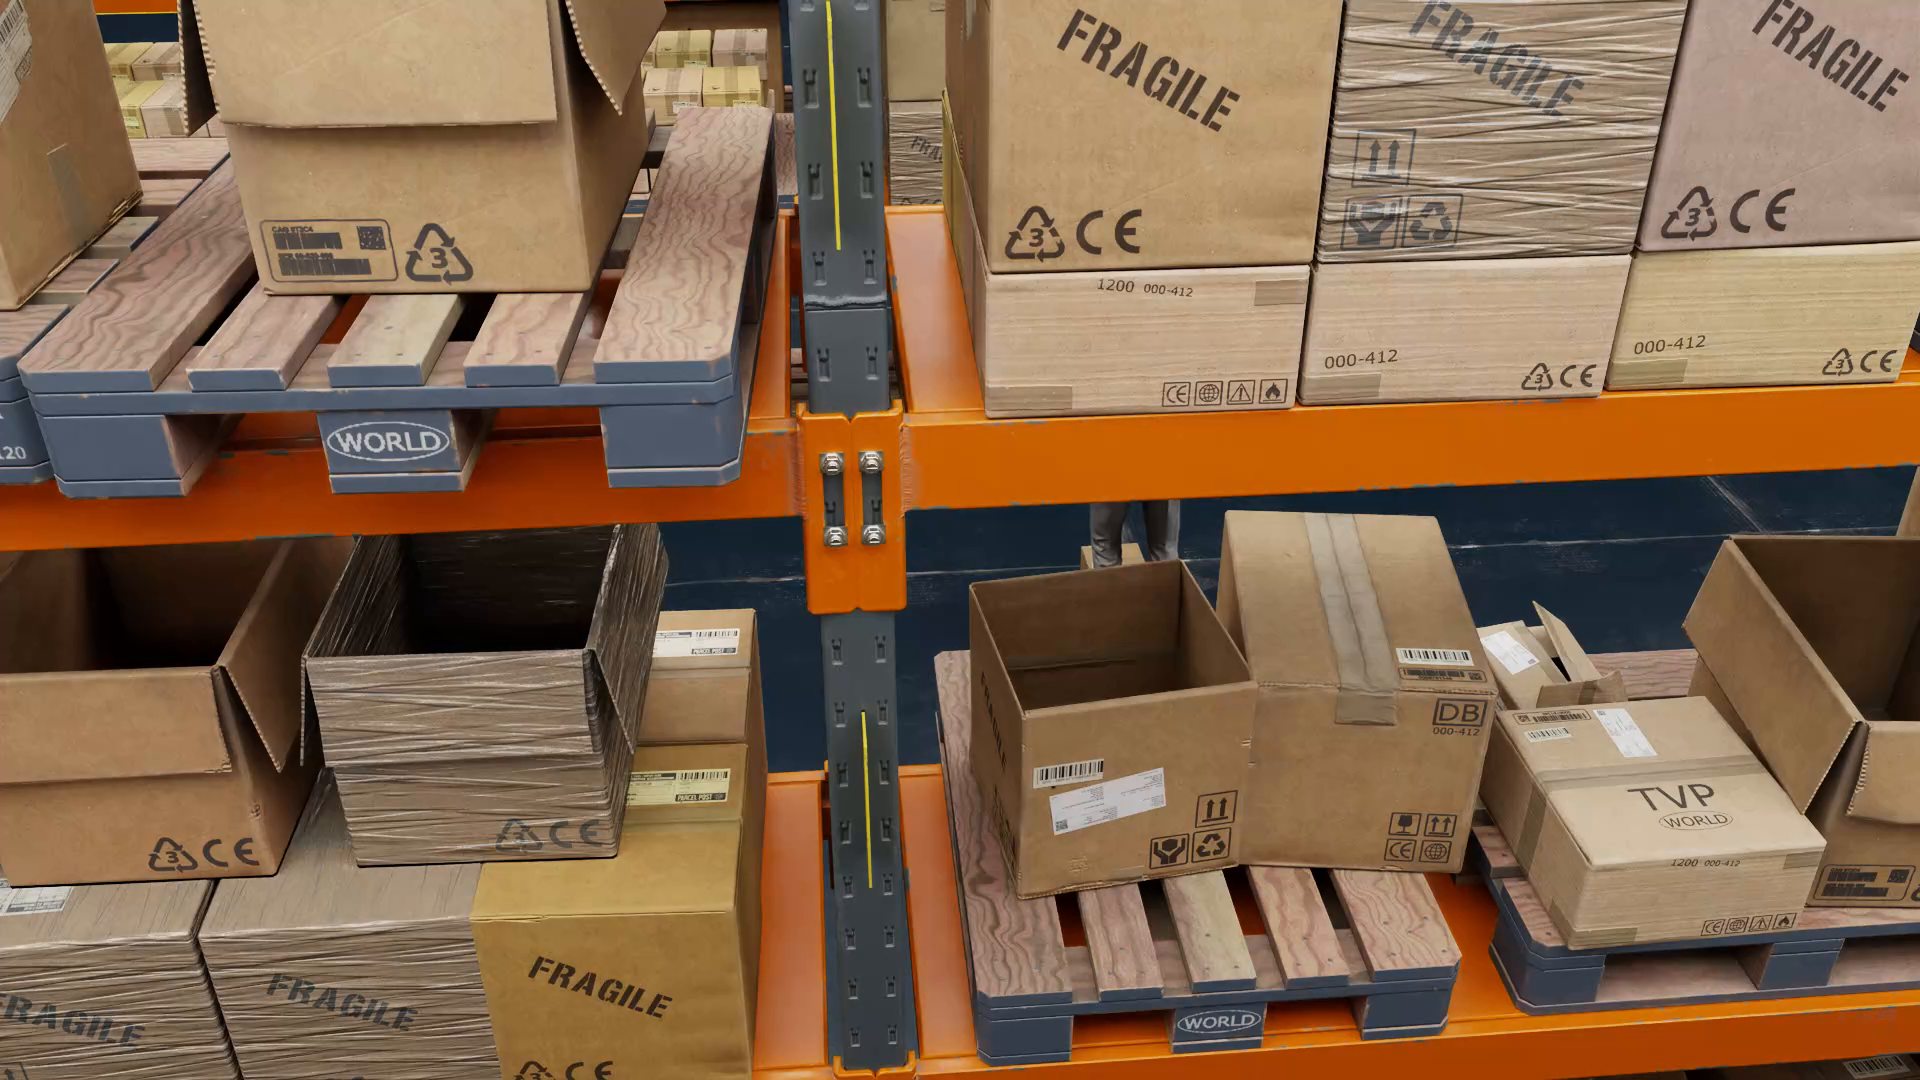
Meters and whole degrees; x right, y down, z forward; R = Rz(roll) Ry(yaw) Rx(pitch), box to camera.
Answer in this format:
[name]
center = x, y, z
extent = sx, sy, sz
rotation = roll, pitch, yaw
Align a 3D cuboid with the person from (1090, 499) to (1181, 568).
[person]
center = 0.694, -0.299, 6.621
extent = 0.528, 1.664, 0.403
rotation = -3, 31, -4
